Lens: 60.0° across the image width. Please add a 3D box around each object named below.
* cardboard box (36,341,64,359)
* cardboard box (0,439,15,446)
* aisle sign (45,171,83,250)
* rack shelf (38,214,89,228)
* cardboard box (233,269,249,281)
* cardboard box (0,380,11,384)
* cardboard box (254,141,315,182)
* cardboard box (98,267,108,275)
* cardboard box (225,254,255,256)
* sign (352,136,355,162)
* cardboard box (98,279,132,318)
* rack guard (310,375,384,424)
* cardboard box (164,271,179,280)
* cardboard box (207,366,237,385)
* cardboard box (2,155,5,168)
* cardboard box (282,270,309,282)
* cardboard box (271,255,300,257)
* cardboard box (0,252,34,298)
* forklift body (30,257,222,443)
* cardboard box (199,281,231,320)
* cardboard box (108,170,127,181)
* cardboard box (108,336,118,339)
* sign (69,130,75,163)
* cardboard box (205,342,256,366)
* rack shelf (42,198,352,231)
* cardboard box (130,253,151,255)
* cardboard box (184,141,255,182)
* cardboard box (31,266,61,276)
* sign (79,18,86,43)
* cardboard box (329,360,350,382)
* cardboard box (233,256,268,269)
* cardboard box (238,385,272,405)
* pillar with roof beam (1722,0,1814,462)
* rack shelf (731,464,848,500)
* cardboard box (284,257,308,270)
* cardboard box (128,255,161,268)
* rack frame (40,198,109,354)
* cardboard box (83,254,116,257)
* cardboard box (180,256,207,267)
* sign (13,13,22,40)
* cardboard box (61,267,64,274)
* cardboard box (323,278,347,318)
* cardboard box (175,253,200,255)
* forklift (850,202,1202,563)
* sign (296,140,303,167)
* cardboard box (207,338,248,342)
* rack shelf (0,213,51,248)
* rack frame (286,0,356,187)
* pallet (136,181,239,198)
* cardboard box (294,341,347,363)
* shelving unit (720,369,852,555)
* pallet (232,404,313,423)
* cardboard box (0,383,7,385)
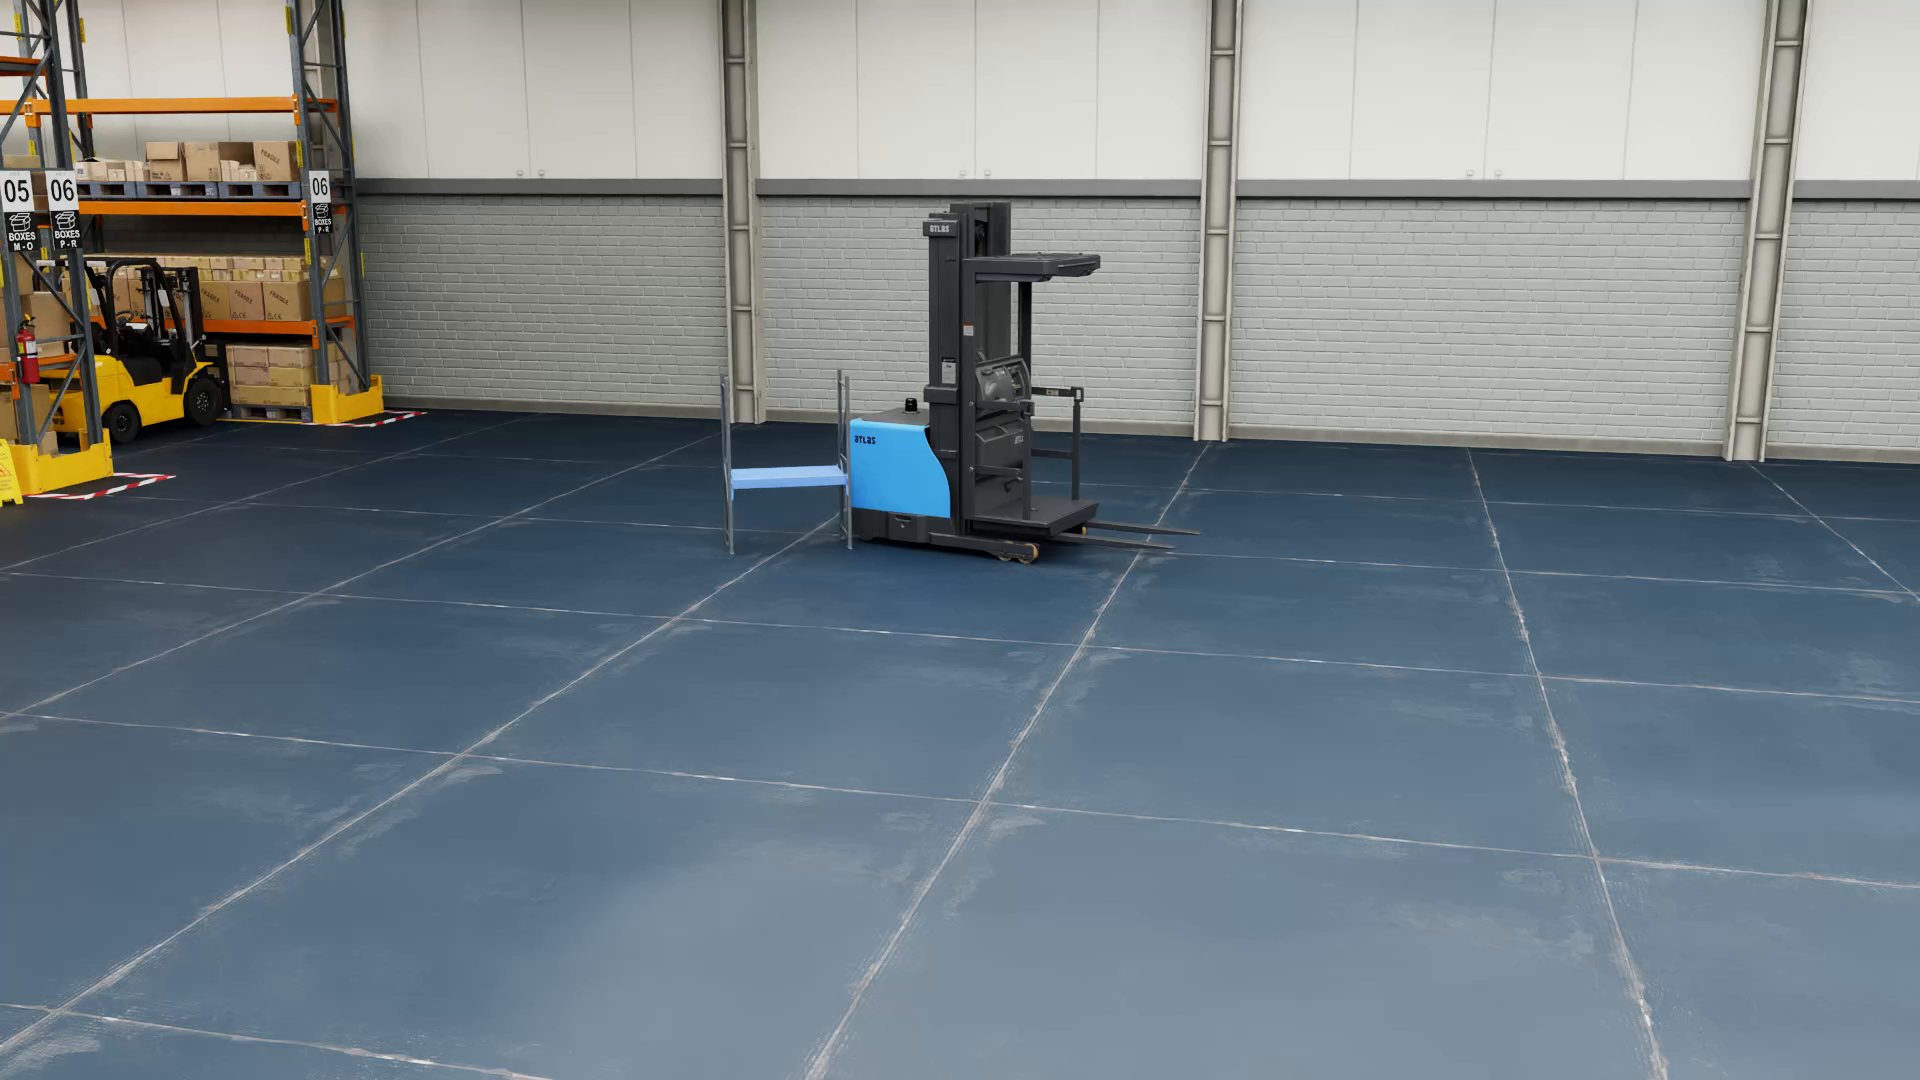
[{"bbox_3d":[-9.593,-1.988,17.347,0.250,0.149,0.380,3,13,14],"label":"cardboard box"},{"bbox_3d":[-10.185,-0.898,17.236,0.500,0.250,0.500,3,13,13],"label":"cardboard box"},{"bbox_3d":[-9.178,-3.380,17.042,0.004,0.787,0.394,3,13,14],"label":"aisle sign"},{"bbox_3d":[-13.952,-4.518,22.906,4.000,0.370,1.077,3,13,14],"label":"rack shelf"},{"bbox_3d":[-9.261,-3.466,21.703,0.250,0.149,0.380,3,13,13],"label":"cardboard box"},{"bbox_3d":[-13.271,-2.413,23.197,0.625,0.625,0.875,3,13,13],"label":"cardboard box"},{"bbox_3d":[-8.615,-4.832,21.230,0.500,0.500,0.500,3,13,15],"label":"cardboard box"},{"bbox_3d":[-11.253,-3.574,22.187,0.250,0.149,0.380,3,13,13],"label":"cardboard box"},{"bbox_3d":[-9.638,-3.756,22.324,0.250,0.149,0.380,3,13,12],"label":"cardboard box"},{"bbox_3d":[-7.988,-5.139,21.846,0.005,0.325,0.100,3,13,14],"label":"sign"},{"bbox_3d":[-11.133,-3.248,22.217,0.500,0.500,0.500,3,13,15],"label":"cardboard box"},{"bbox_3d":[-8.104,-1.872,22.015,0.348,0.500,1.175,3,13,14],"label":"rack guard"},{"bbox_3d":[-10.268,-3.510,21.900,0.250,0.149,0.380,3,13,12],"label":"cardboard box"},{"bbox_3d":[-9.665,-2.210,21.994,0.500,0.250,0.500,3,13,12],"label":"cardboard box"},{"bbox_3d":[-9.712,-3.736,16.459,0.250,0.149,0.380,3,13,14],"label":"cardboard box"},{"bbox_3d":[-8.531,-3.418,21.484,0.250,0.149,0.380,3,13,14],"label":"cardboard box"},{"bbox_3d":[-8.908,-3.698,22.059,0.250,0.149,0.380,3,13,15],"label":"cardboard box"},{"bbox_3d":[-9.861,-2.712,16.805,0.500,0.500,0.700,3,13,12],"label":"cardboard box"},{"bbox_3d":[-10.405,-2.393,20.556,1.214,2.155,2.313,3,13,14],"label":"forklift body"},{"bbox_3d":[-9.667,-3.168,21.855,0.500,0.500,0.500,3,13,12],"label":"cardboard box"},{"bbox_3d":[-10.902,-4.769,21.759,0.250,0.149,0.380,3,13,15],"label":"cardboard box"},{"bbox_3d":[-11.487,-2.667,22.898,0.500,0.250,0.500,3,13,15],"label":"cardboard box"},{"bbox_3d":[-9.183,-4.054,17.139,0.005,0.325,0.100,3,13,14],"label":"sign"},{"bbox_3d":[-9.638,-2.452,21.928,0.500,0.250,0.500,3,13,14],"label":"cardboard box"},{"bbox_3d":[-10.069,-4.310,21.971,4.000,0.370,1.077,3,13,14],"label":"rack shelf"},{"bbox_3d":[-11.134,-3.826,22.637,0.250,0.149,0.380,3,13,13],"label":"cardboard box"},{"bbox_3d":[-9.586,-4.906,21.565,0.500,0.500,0.700,3,13,14],"label":"cardboard box"},{"bbox_3d":[-12.395,-3.637,22.474,0.250,0.149,0.380,4,13,15],"label":"cardboard box"},{"bbox_3d":[-11.854,-6.878,22.438,0.005,0.325,0.100,3,13,14],"label":"sign"},{"bbox_3d":[-8.534,-2.268,22.255,0.500,0.250,0.500,3,13,15],"label":"cardboard box"},{"bbox_3d":[-9.257,-3.621,21.713,0.250,0.149,0.380,3,13,14],"label":"cardboard box"},{"bbox_3d":[-9.140,-1.941,21.938,0.500,0.250,0.500,3,13,14],"label":"cardboard box"},{"bbox_3d":[7.857,-4.408,13.826,0.400,9.000,9.100,3,13,14],"label":"pillar with roof beam"},{"bbox_3d":[-1.500,-0.506,14.382,1.000,0.185,0.538,-3,13,-12],"label":"rack shelf"},{"bbox_3d":[-8.525,-3.578,21.520,0.250,0.149,0.380,3,13,14],"label":"cardboard box"},{"bbox_3d":[-10.763,-3.684,21.997,0.250,0.149,0.380,3,13,13],"label":"cardboard box"},{"bbox_3d":[-12.011,-3.301,22.685,0.127,3.000,1.000,3,13,14],"label":"rack frame"},{"bbox_3d":[-11.492,-3.742,22.257,0.250,0.149,0.380,3,13,14],"label":"cardboard box"},{"bbox_3d":[-10.016,-3.656,21.874,0.250,0.149,0.380,3,13,14],"label":"cardboard box"},{"bbox_3d":[-12.129,-6.609,21.409,0.005,0.325,0.100,3,13,14],"label":"sign"},{"bbox_3d":[-12.300,-3.729,22.890,0.250,0.149,0.380,3,13,12],"label":"cardboard box"},{"bbox_3d":[-8.542,-3.226,22.118,0.500,0.500,0.500,3,13,15],"label":"cardboard box"},{"bbox_3d":[-10.393,-3.785,22.454,0.250,0.149,0.380,3,13,13],"label":"cardboard box"},{"bbox_3d":[0.551,-1.367,14.127,3.031,2.935,1.130,7,14,28],"label":"forklift"},{"bbox_3d":[-8.271,-4.838,20.826,0.005,0.325,0.100,3,13,14],"label":"sign"},{"bbox_3d":[-10.013,-2.590,22.553,0.500,0.250,0.500,3,13,12],"label":"cardboard box"},{"bbox_3d":[-11.255,-3.266,17.265,4.000,0.370,1.077,3,13,14],"label":"rack shelf"},{"bbox_3d":[-8.127,-6.022,21.100,0.127,3.000,1.000,3,13,14],"label":"rack frame"},{"bbox_3d":[-9.996,-4.619,21.908,1.213,0.211,1.003,3,13,14],"label":"pallet"},{"bbox_3d":[-8.548,-2.509,22.186,0.500,0.250,0.500,3,13,13],"label":"cardboard box"},{"bbox_3d":[-1.500,-0.681,14.343,1.048,1.500,0.538,-3,13,-12],"label":"shelving unit"},{"bbox_3d":[-8.880,-1.763,22.191,1.213,0.211,1.003,3,13,14],"label":"pallet"},{"bbox_3d":[-10.562,-1.405,17.789,0.500,0.500,0.500,3,13,11],"label":"cardboard box"}]
